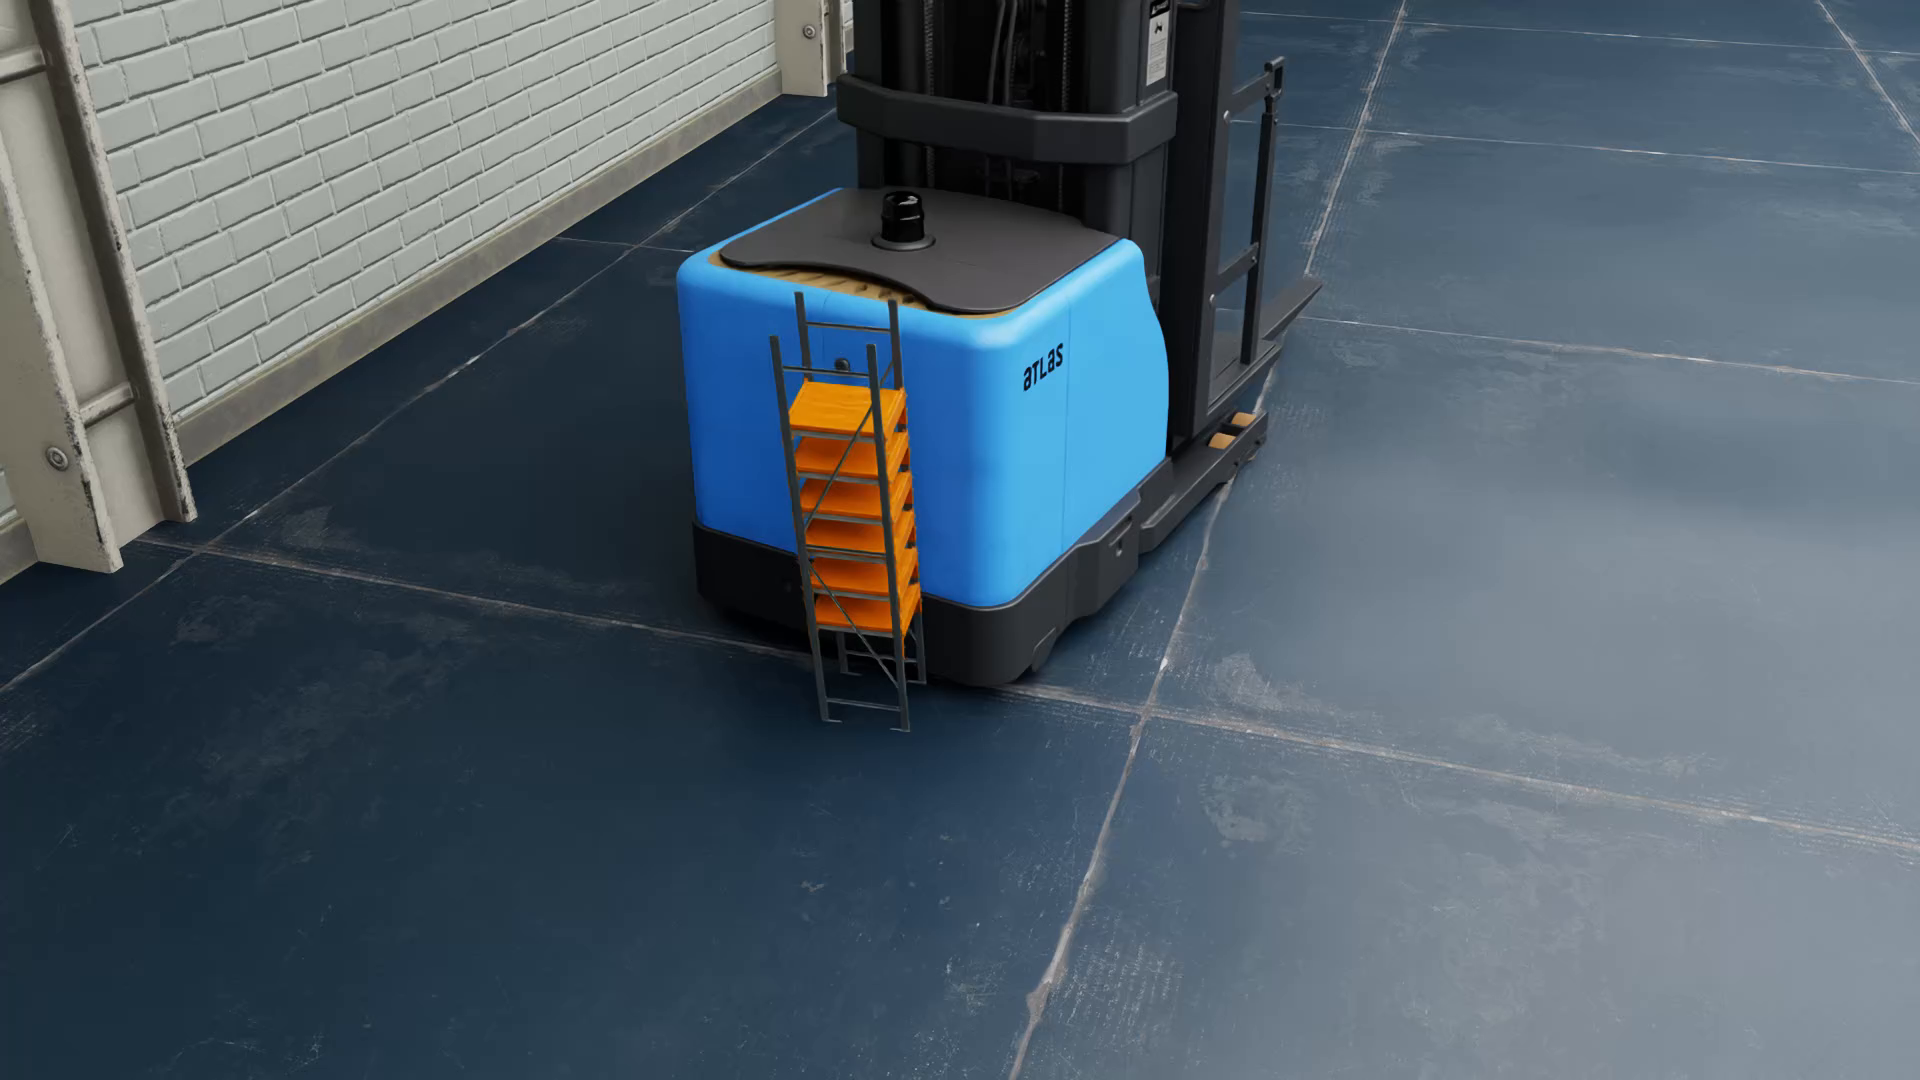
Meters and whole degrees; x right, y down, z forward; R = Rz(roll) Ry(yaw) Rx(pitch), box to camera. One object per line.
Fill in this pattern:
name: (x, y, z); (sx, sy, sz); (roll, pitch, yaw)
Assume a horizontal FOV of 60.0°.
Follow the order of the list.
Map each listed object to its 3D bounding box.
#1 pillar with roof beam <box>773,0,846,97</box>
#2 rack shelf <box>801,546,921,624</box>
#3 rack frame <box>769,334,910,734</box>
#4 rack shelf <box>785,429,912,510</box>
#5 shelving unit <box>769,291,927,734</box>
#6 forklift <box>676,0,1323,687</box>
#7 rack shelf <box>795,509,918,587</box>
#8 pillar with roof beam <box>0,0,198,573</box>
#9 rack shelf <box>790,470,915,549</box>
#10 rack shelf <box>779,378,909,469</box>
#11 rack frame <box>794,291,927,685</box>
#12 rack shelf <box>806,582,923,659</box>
pillar with roof beam: (3.203, -6.118, 6.991); (9.100, 9.000, 0.400); (8, 30, 15)
rack shelf: (-0.246, 0.098, 4.156); (0.258, 0.103, 0.180); (6, 40, 11)
rack frame: (-0.273, 0.028, 3.983); (0.240, 1.200, 0.006); (6, 40, 11)
rack shelf: (-0.261, -0.180, 3.927); (0.258, 0.103, 0.180); (6, 40, 11)
shelving unit: (-0.253, -0.029, 4.052); (0.258, 1.200, 0.189); (6, 40, 11)
forklift: (0.408, -1.574, 5.064); (1.130, 2.935, 3.031); (16, 33, 26)
rack shelf: (-0.251, 0.005, 4.080); (0.258, 0.103, 0.180); (6, 40, 11)
pillar with roof beam: (1.441, -3.330, 1.979); (9.100, 9.000, 0.400); (8, 30, 15)
rack shelf: (-0.256, -0.087, 4.004); (0.258, 0.103, 0.180); (6, 40, 11)
rack shelf: (-0.266, -0.272, 3.851); (0.258, 0.103, 0.180); (6, 40, 11)
rack frame: (-0.232, -0.087, 4.120); (0.240, 1.200, 0.006); (6, 40, 11)
rack shelf: (-0.241, 0.190, 4.233); (0.258, 0.103, 0.180); (6, 40, 11)
